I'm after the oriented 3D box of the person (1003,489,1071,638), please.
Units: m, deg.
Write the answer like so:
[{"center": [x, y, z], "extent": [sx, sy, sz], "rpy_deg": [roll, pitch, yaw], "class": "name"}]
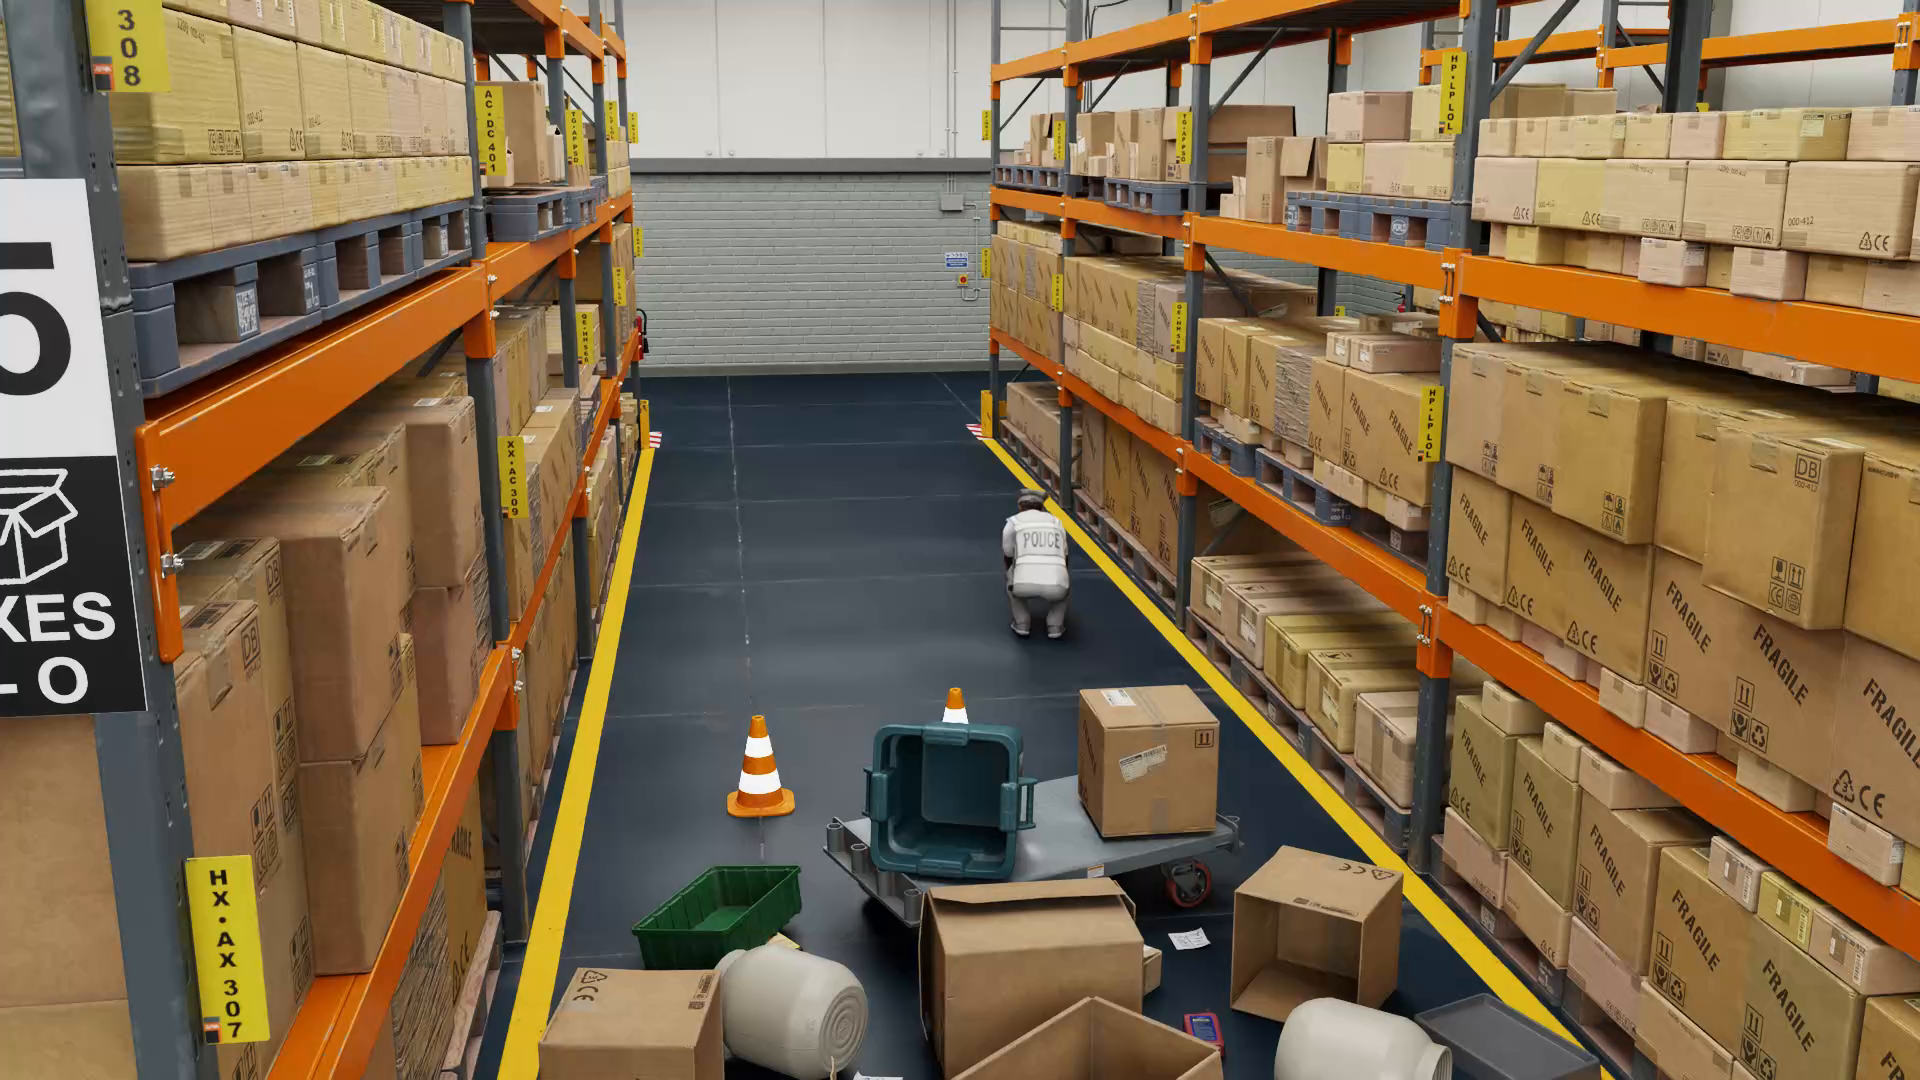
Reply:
[{"center": [0.529, 0.146, 11.436], "extent": [0.476, 0.961, 0.882], "rpy_deg": [1, 13, 3], "class": "person"}]
